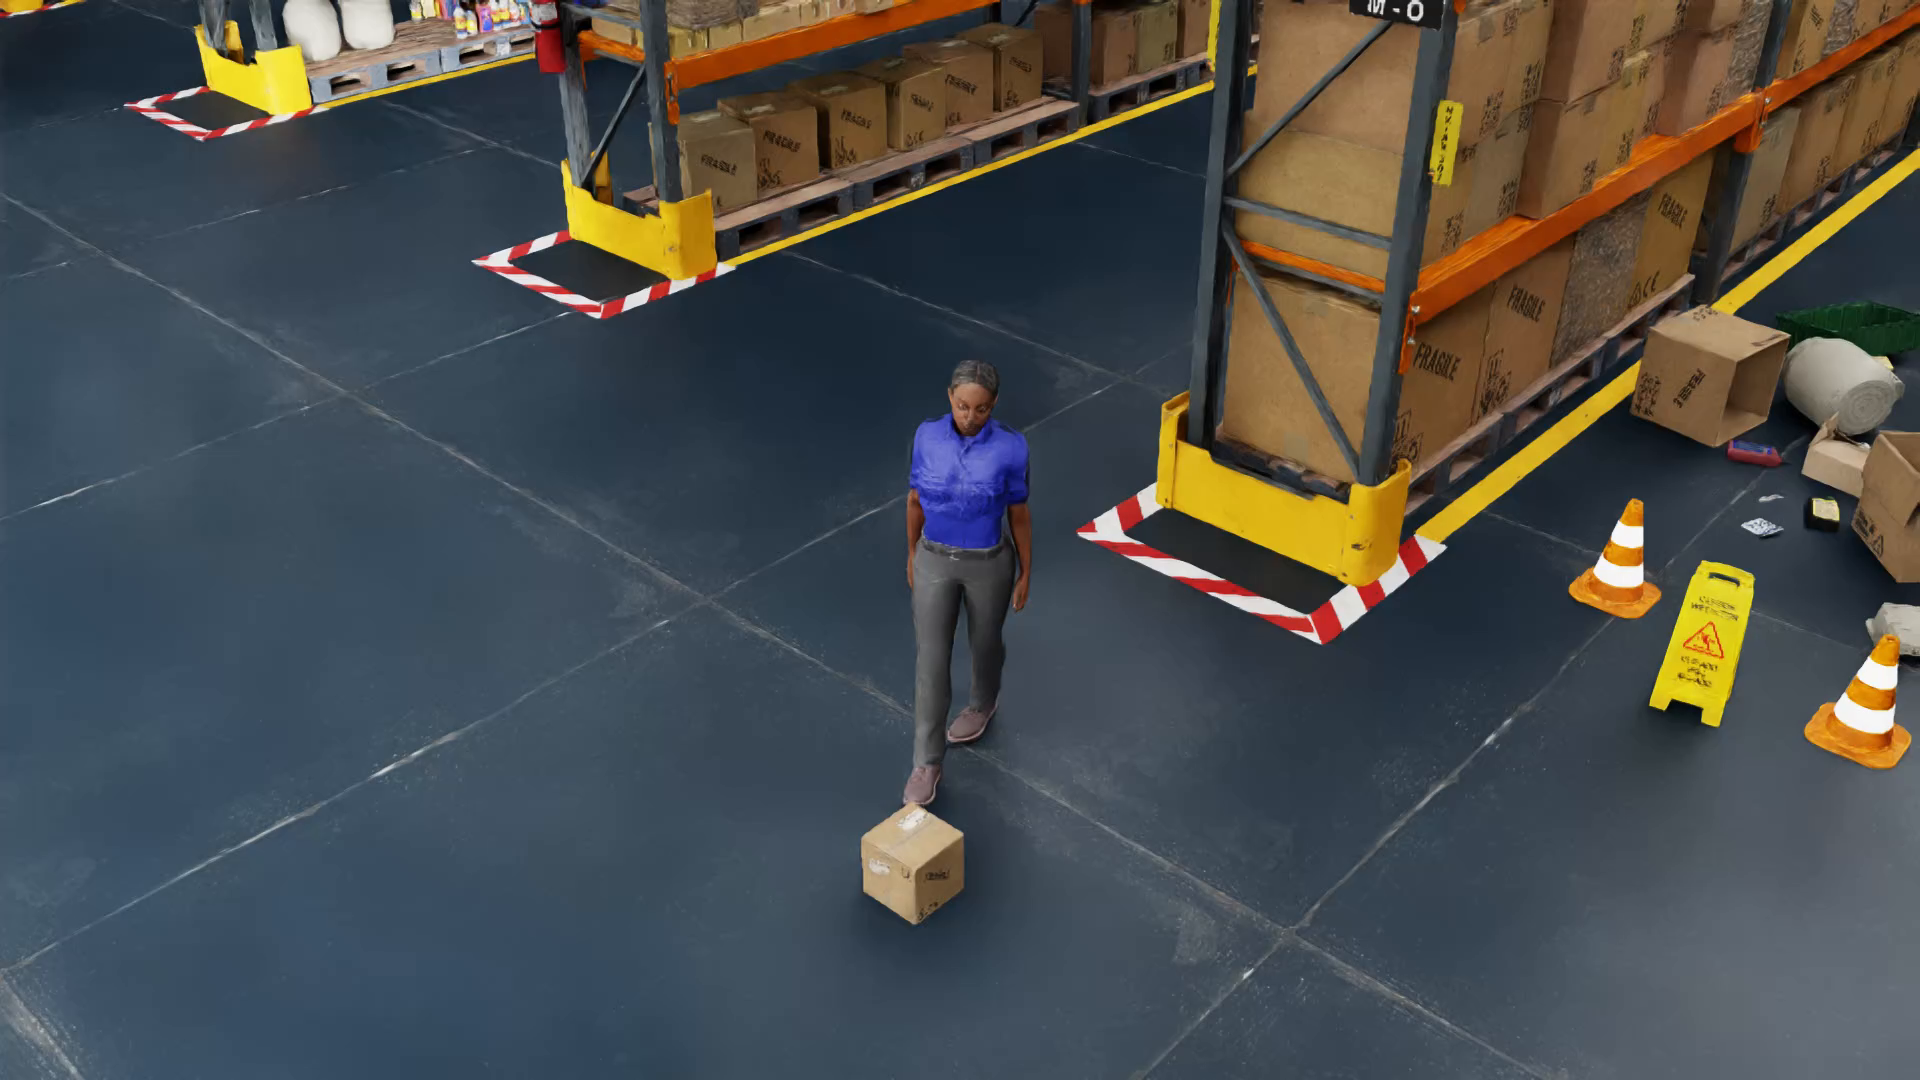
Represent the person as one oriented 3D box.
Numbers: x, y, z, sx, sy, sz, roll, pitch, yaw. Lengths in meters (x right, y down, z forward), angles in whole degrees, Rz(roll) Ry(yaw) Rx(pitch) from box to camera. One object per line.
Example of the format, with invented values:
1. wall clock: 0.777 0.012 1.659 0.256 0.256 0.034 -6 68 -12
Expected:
1. person: 0.005 0.145 5.900 0.465 1.643 0.744 5 32 9
